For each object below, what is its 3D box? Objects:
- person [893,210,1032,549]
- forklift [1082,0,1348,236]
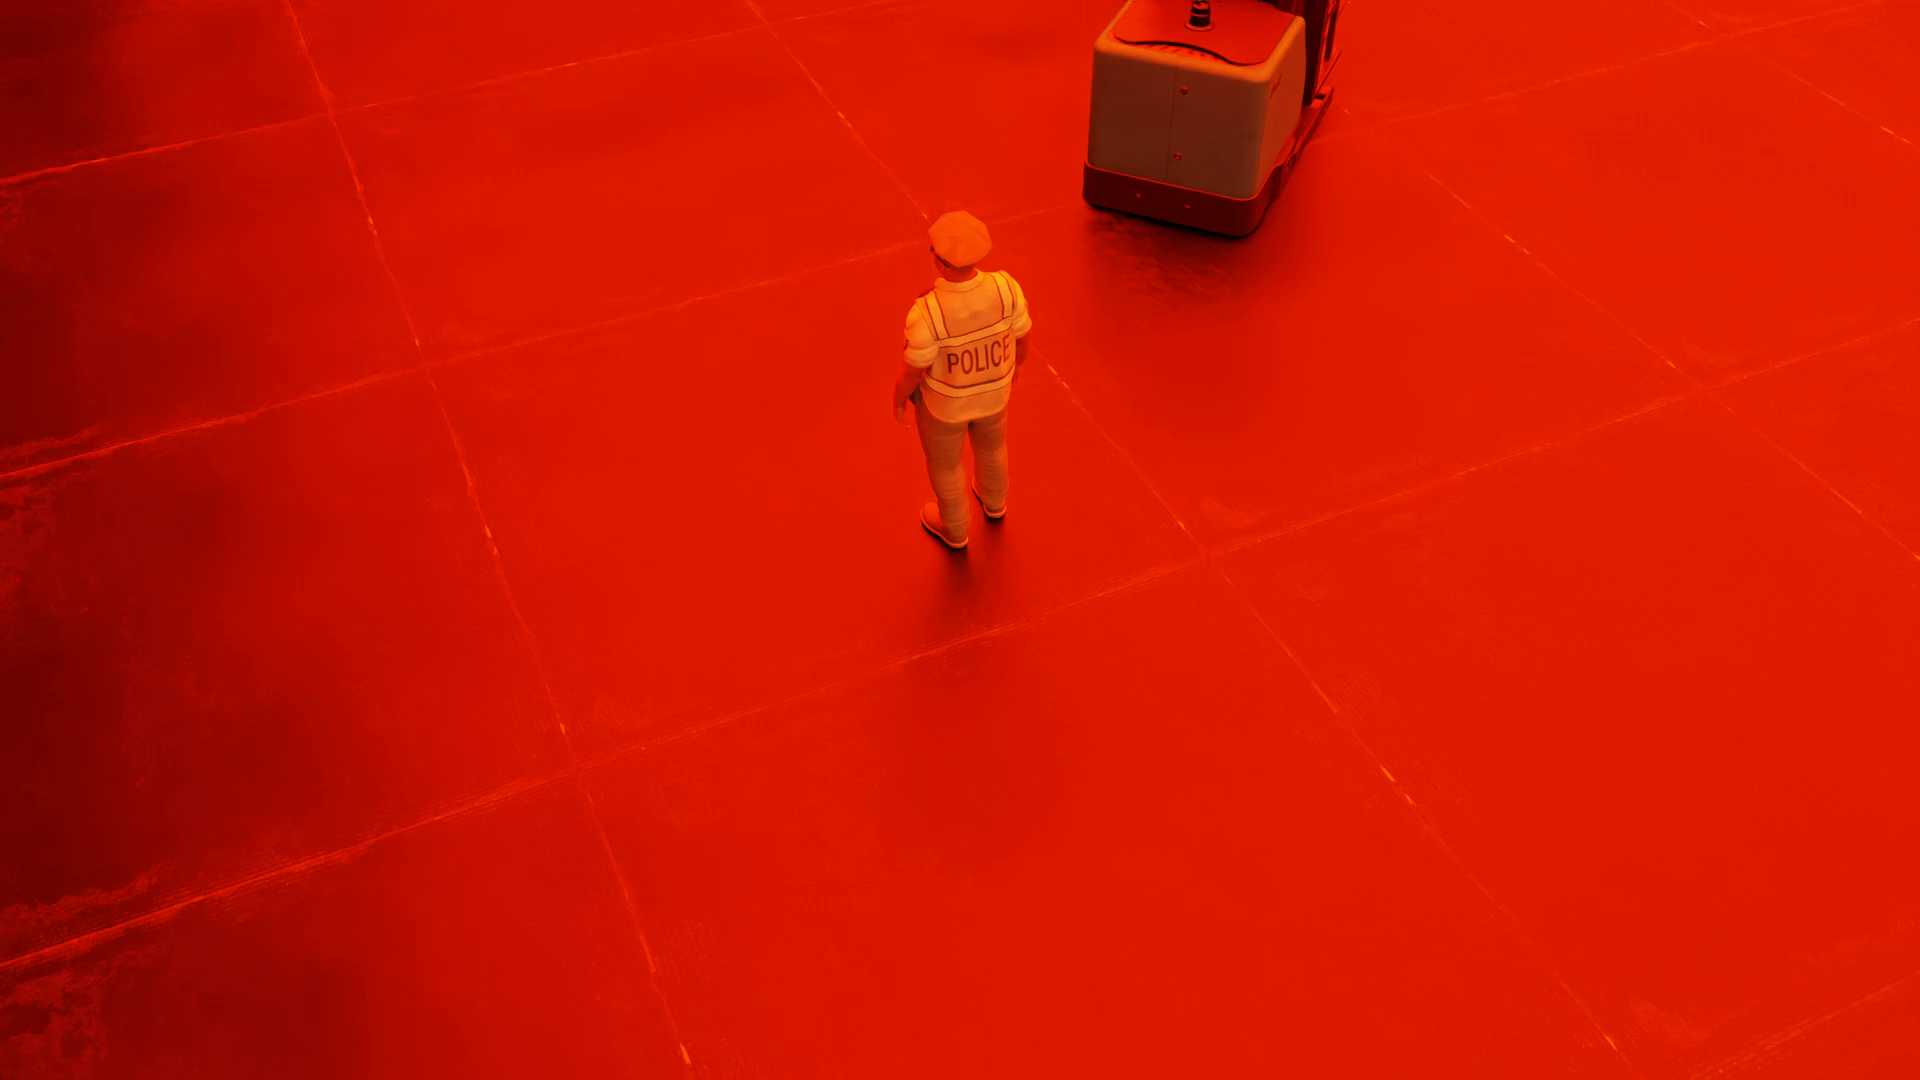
[{"bbox_3d":[-0.022,-0.709,7.270,0.641,1.780,0.574,-18,46,-18],"label":"person"},{"bbox_3d":[1.780,-3.840,9.794,1.130,2.935,3.031,16,45,17],"label":"forklift"}]
